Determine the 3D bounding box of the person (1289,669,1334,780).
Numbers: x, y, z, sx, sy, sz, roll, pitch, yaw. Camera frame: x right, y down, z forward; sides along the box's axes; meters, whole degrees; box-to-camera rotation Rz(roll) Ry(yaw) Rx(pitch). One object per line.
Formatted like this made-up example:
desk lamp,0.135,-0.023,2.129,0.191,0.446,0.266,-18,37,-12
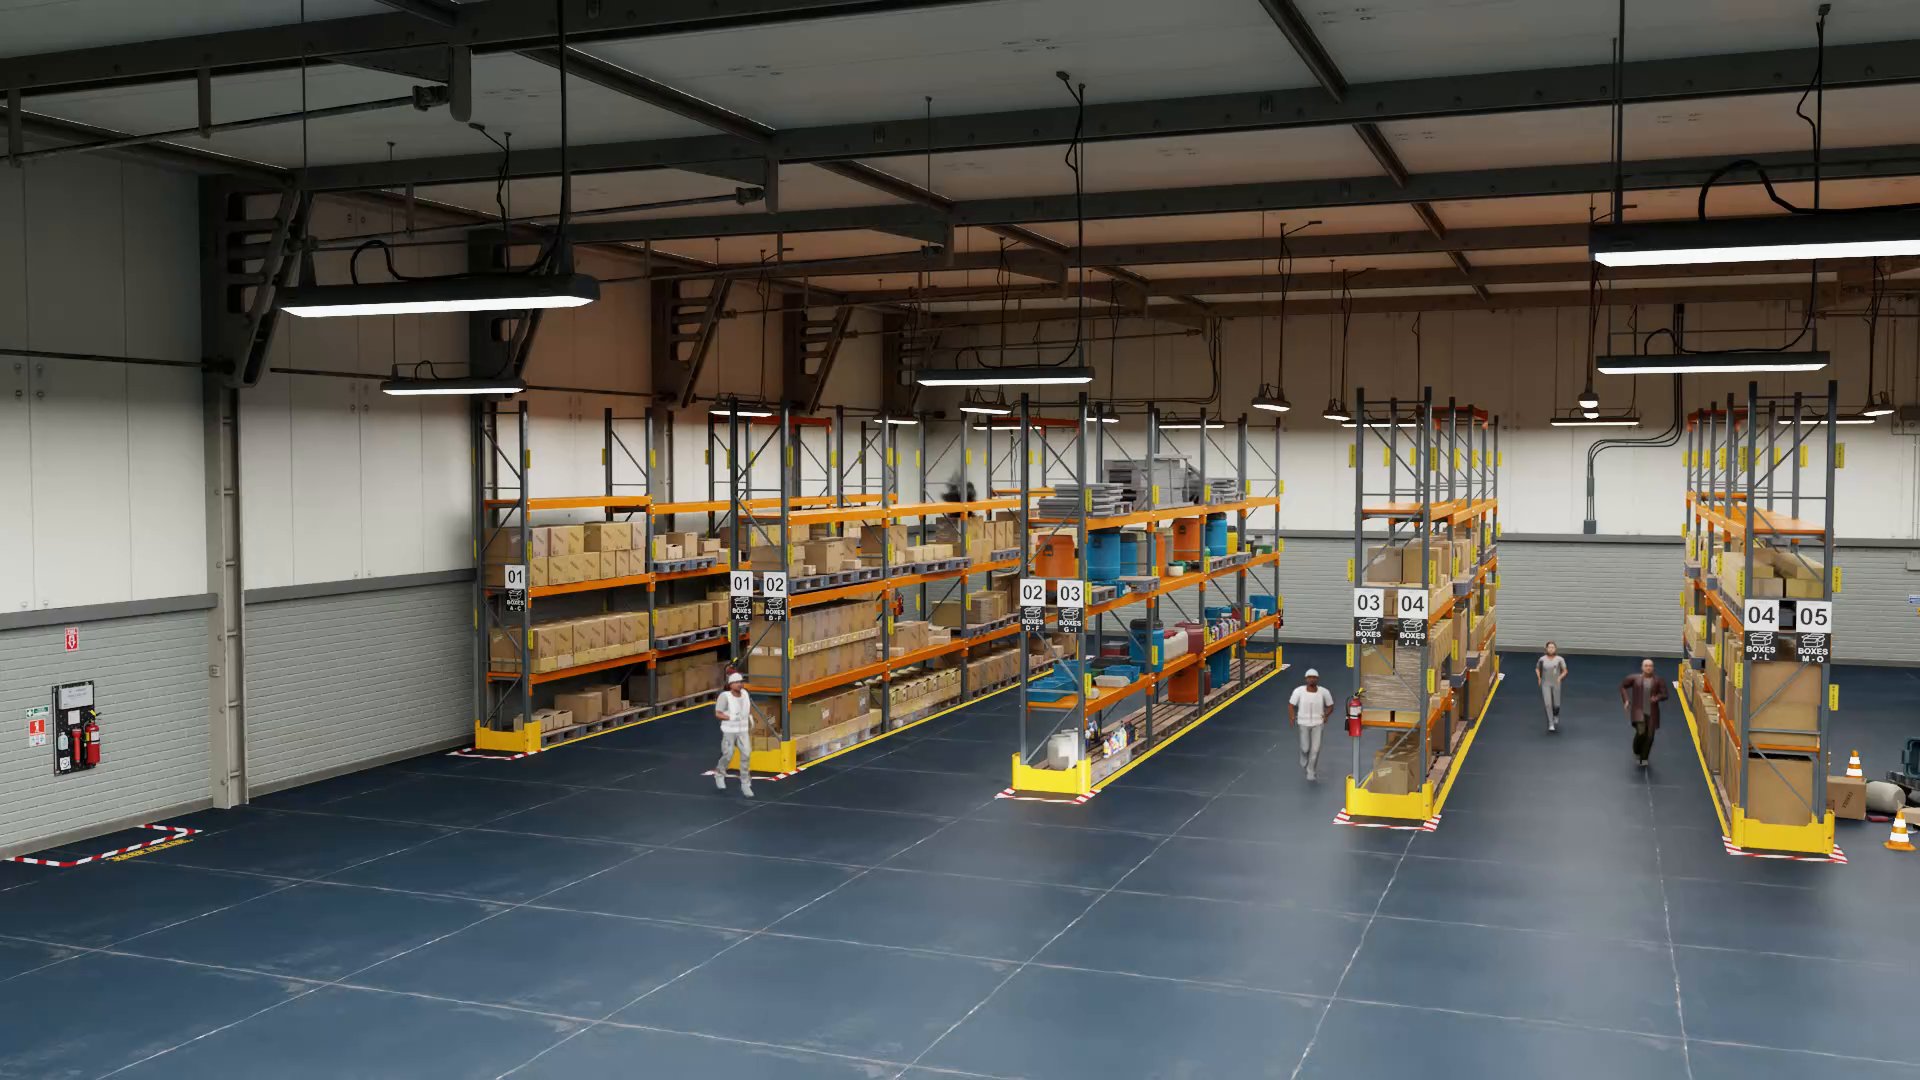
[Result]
person,5.509,2.876,26.071,0.702,1.721,0.589,0,3,10

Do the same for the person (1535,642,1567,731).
person,10.933,2.688,30.777,0.555,1.627,0.621,1,3,22

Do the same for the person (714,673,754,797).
person,-3.372,2.899,24.885,0.703,1.838,0.828,-2,3,-37

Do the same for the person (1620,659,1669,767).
person,11.090,2.804,26.905,0.697,1.746,0.676,1,3,11
